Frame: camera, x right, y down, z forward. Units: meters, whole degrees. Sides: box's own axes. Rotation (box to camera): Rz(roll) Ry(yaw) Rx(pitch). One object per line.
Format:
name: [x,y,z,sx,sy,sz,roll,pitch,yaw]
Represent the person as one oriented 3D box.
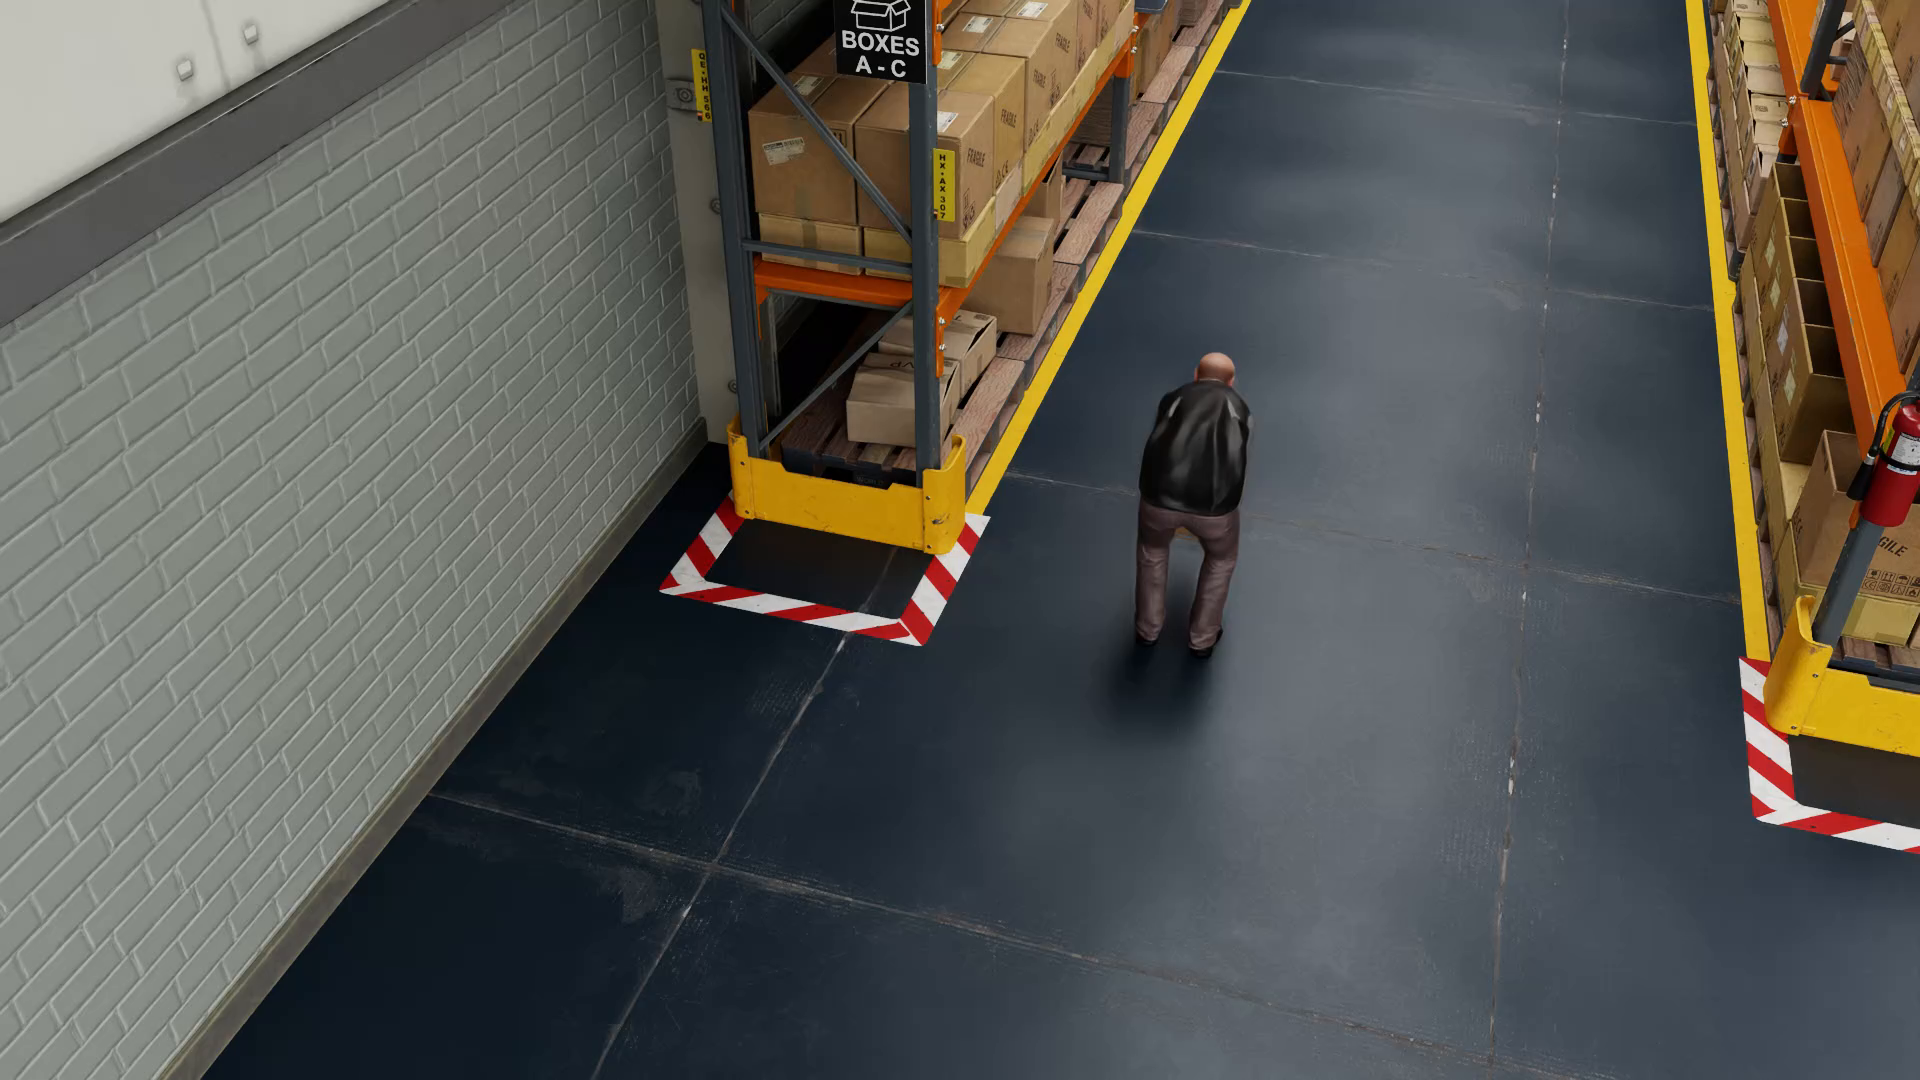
person: [1.067,-0.151,7.577,0.464,1.172,0.948,10,38,12]
